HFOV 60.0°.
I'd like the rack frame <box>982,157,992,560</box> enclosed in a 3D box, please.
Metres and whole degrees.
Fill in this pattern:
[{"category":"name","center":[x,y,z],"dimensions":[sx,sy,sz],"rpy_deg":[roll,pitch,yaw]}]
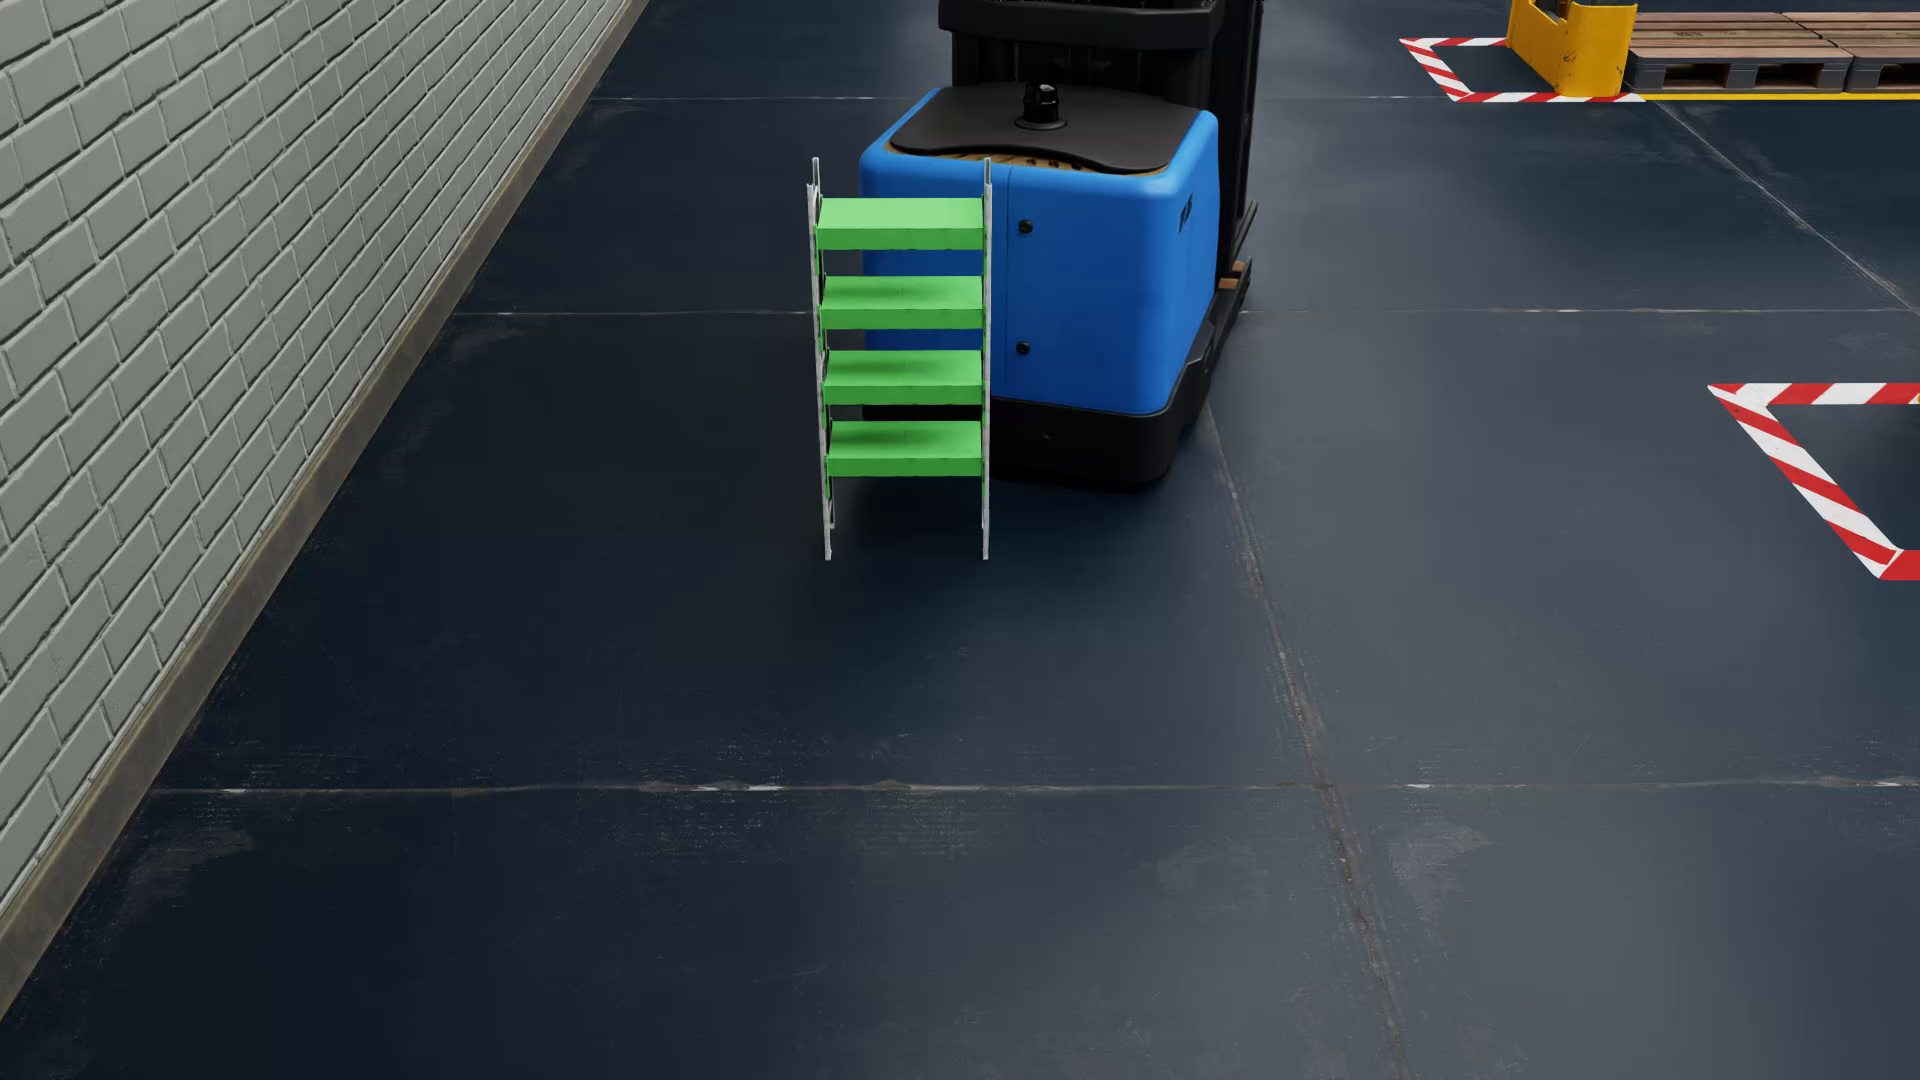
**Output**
[{"category":"rack frame","center":[0.078,-0.513,4.939],"dimensions":[0.015,1.200,0.240],"rpy_deg":[0,31,0]}]

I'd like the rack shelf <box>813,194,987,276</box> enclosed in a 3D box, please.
[{"category":"rack shelf","center":[-0.166,-0.868,4.722],"dimensions":[0.480,0.148,0.258],"rpy_deg":[0,31,0]}]

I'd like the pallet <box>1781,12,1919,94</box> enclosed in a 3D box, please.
[{"category":"pallet","center":[5.618,-2.875,9.785],"dimensions":[1.213,0.211,1.003],"rpy_deg":[0,31,0]}]

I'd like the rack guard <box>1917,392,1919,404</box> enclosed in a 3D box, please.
[{"category":"rack guard","center":[3.678,-0.445,5.501],"dimensions":[0.348,0.500,1.175],"rpy_deg":[0,31,0]}]

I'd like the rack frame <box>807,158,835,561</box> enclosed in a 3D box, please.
[{"category":"rack frame","center":[-0.410,-0.512,4.937],"dimensions":[0.015,1.200,0.240],"rpy_deg":[0,31,0]}]

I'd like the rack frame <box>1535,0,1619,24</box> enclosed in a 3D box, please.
[{"category":"rack frame","center":[3.576,-4.082,9.087],"dimensions":[0.127,3.000,1.000],"rpy_deg":[0,31,0]}]

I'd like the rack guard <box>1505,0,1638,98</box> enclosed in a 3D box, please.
[{"category":"rack guard","center":[3.552,-3.007,9.724],"dimensions":[0.348,0.500,1.175],"rpy_deg":[0,31,0]}]

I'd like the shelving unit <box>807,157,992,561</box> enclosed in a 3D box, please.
[{"category":"shelving unit","center":[-0.166,-0.512,4.938],"dimensions":[0.503,1.200,0.258],"rpy_deg":[0,31,0]}]

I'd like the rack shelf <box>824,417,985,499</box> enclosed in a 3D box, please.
[{"category":"rack shelf","center":[-0.166,-0.253,5.096],"dimensions":[0.480,0.148,0.258],"rpy_deg":[0,31,0]}]

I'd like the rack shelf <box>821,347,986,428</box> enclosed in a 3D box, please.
[{"category":"rack shelf","center":[-0.166,-0.458,4.971],"dimensions":[0.480,0.148,0.258],"rpy_deg":[0,31,0]}]

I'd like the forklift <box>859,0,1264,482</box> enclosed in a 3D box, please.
[{"category":"forklift","center":[0.577,-2.195,6.042],"dimensions":[1.130,2.935,3.031],"rpy_deg":[9,32,14]}]

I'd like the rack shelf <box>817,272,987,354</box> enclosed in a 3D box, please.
[{"category":"rack shelf","center":[-0.166,-0.663,4.847],"dimensions":[0.480,0.148,0.258],"rpy_deg":[0,31,0]}]

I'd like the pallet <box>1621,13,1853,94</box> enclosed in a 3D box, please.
[{"category":"pallet","center":[4.401,-2.873,9.781],"dimensions":[1.213,0.211,1.003],"rpy_deg":[0,31,0]}]
